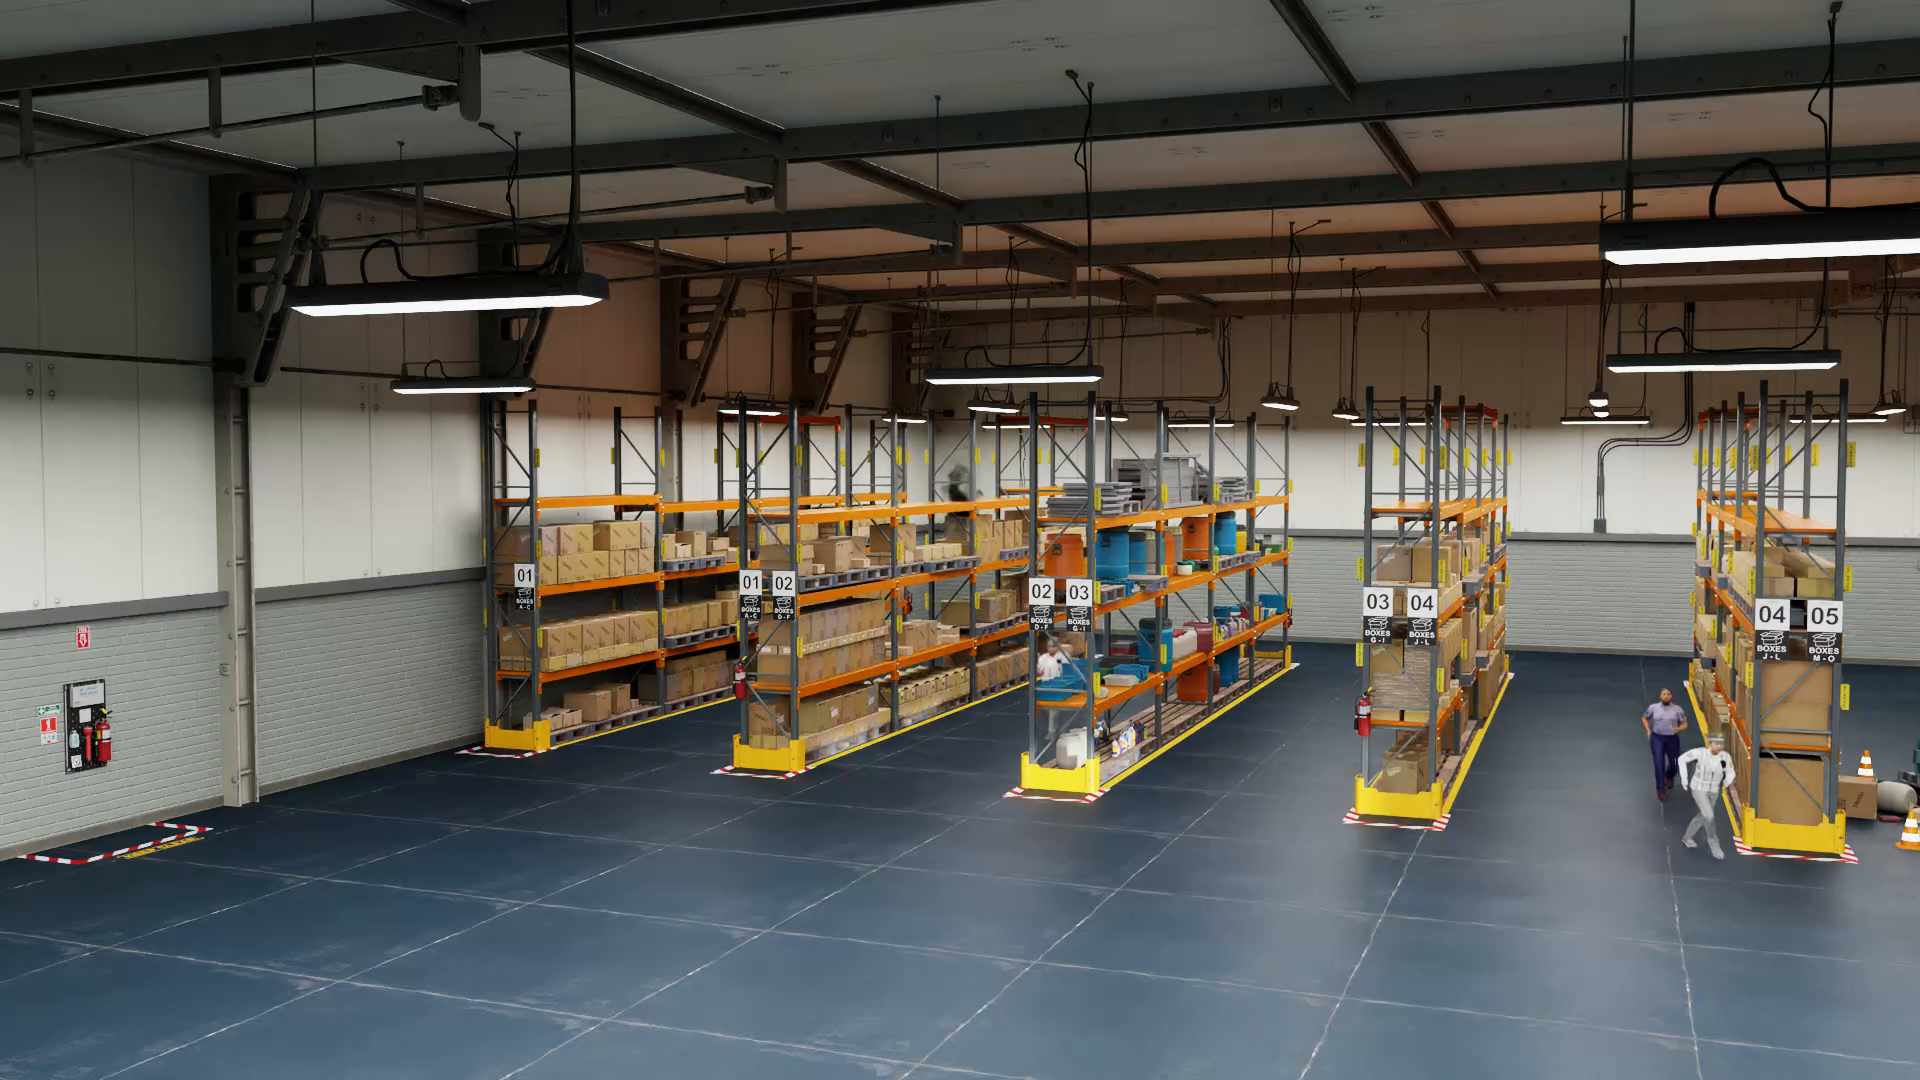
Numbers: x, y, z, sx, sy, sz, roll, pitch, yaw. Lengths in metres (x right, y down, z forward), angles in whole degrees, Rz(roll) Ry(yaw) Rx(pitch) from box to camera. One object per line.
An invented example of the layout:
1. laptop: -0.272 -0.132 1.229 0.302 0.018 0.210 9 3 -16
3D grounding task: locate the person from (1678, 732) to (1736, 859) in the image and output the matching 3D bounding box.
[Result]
1. person: 9.425 3.179 21.030 0.634 1.603 0.847 0 3 -1

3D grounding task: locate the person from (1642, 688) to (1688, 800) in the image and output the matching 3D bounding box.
1. person: 10.393 2.983 24.527 0.620 1.613 0.804 1 3 18

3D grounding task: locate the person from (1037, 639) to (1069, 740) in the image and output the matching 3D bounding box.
1. person: 1.656 2.629 29.758 0.667 1.760 0.983 1 3 21
